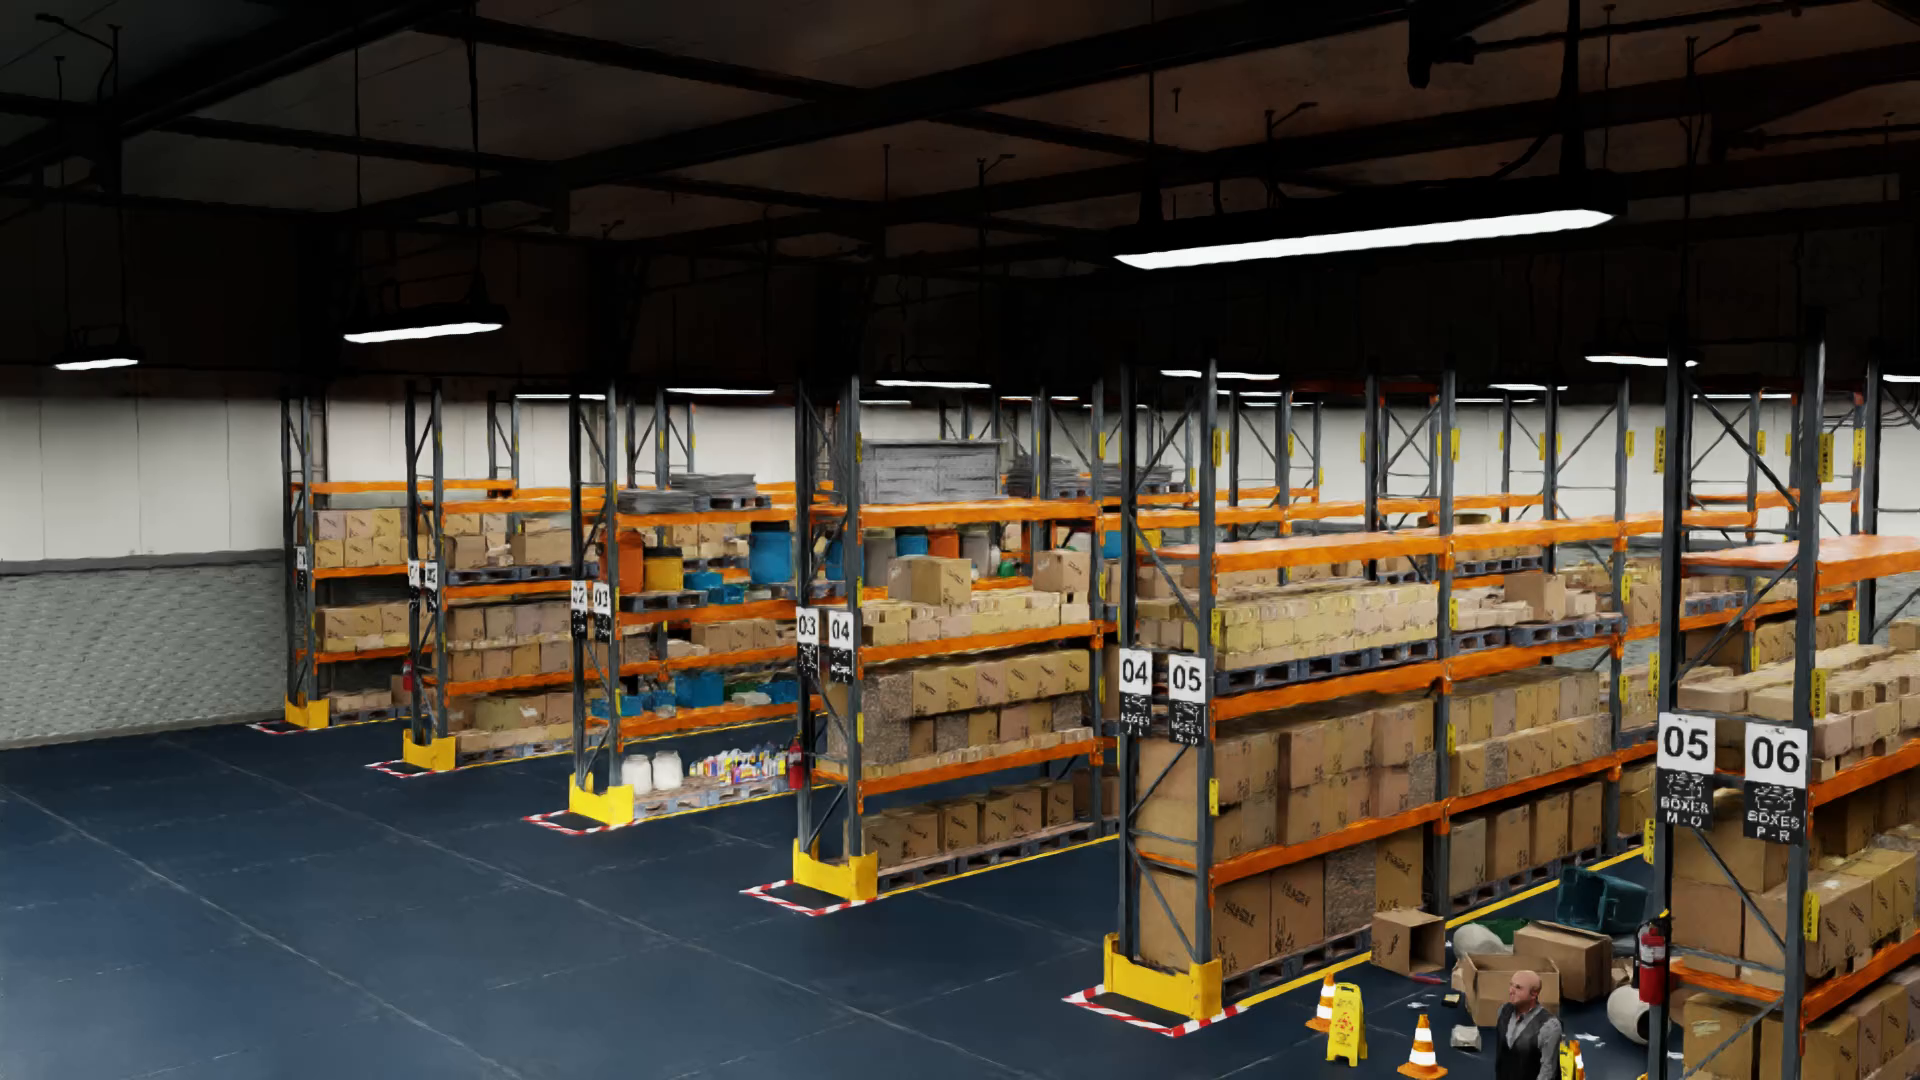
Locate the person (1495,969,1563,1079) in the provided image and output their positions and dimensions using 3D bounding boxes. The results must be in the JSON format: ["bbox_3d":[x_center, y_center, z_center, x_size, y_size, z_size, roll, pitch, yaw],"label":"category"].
[{"bbox_3d":[3.702,3.628,10.872,1.031,1.664,0.538,-3,4,-35],"label":"person"}]
